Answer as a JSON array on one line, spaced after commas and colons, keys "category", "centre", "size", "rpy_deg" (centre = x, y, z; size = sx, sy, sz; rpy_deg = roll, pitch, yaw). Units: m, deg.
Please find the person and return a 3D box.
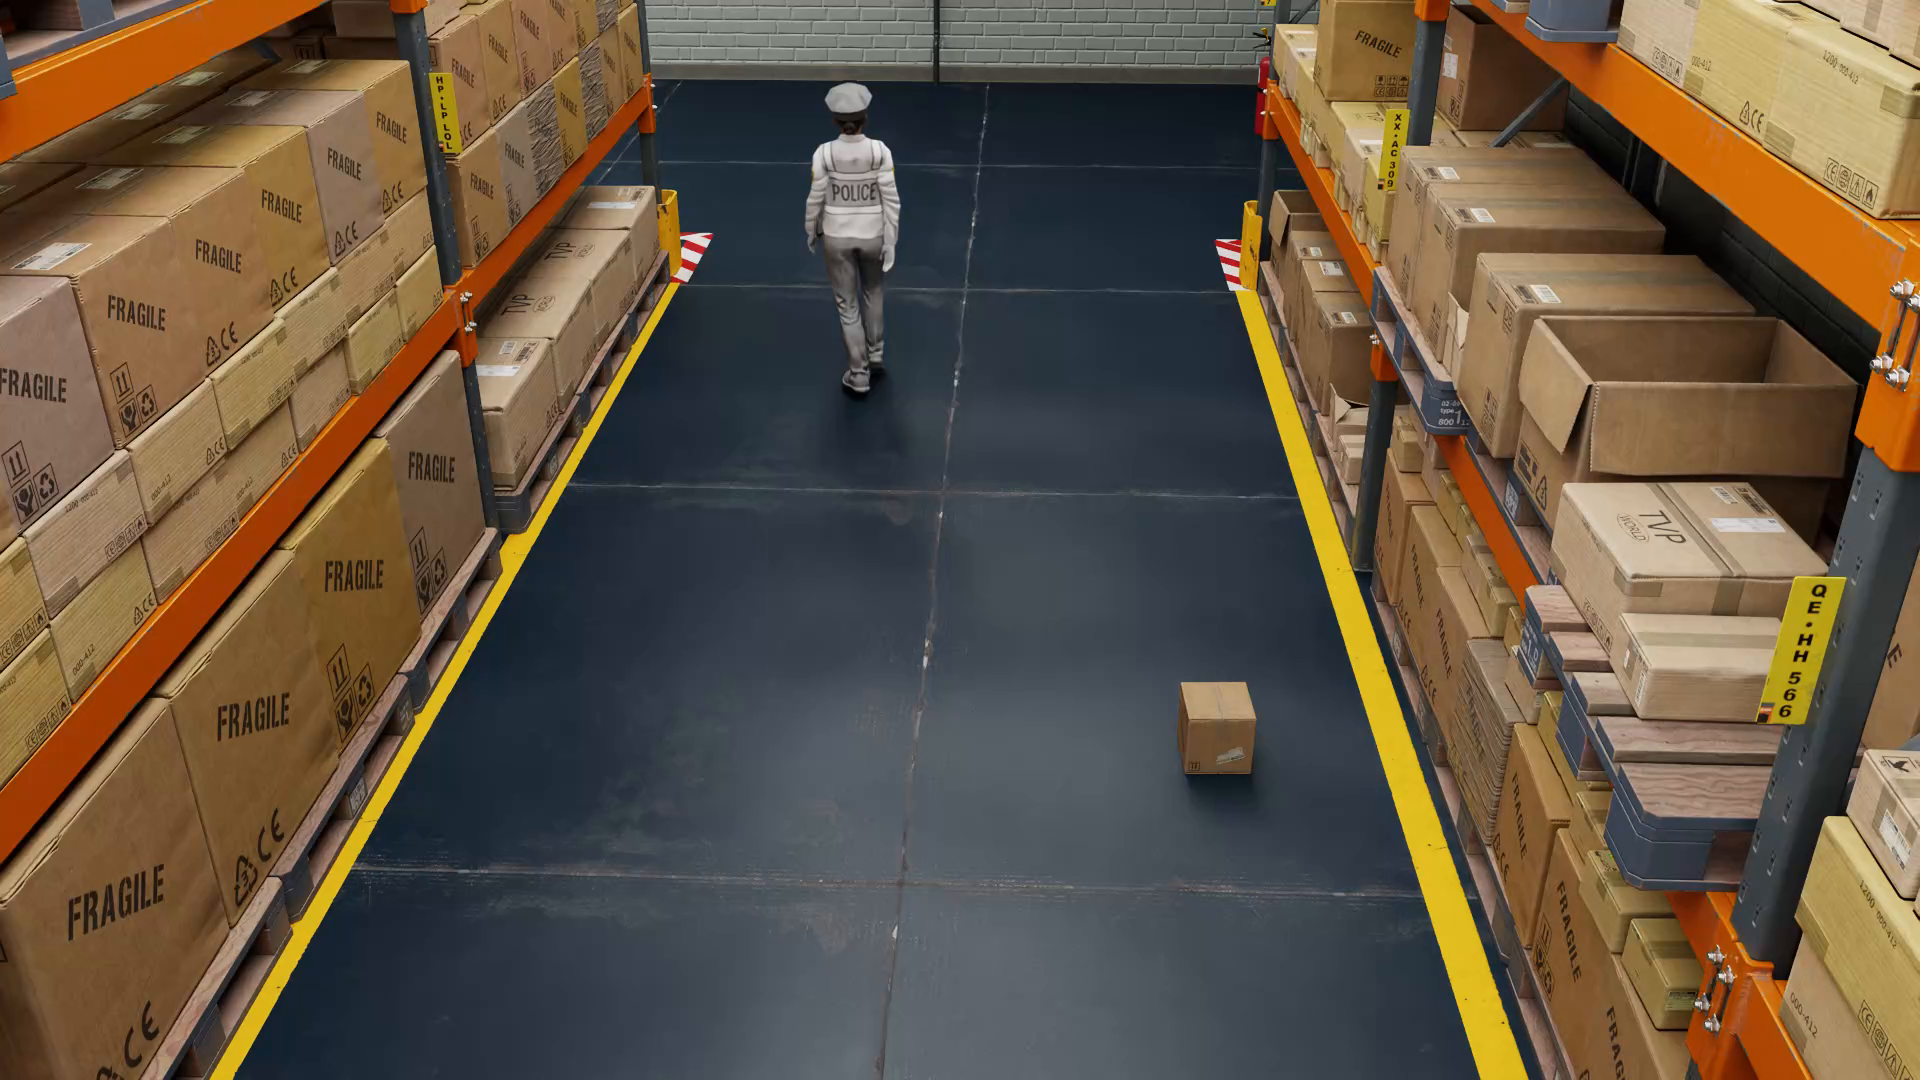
[{"category": "person", "centre": [-3.475, 0.151, 5.262], "size": [7.954, 2.202, 7.570], "rpy_deg": [-6, 29, -11]}]
